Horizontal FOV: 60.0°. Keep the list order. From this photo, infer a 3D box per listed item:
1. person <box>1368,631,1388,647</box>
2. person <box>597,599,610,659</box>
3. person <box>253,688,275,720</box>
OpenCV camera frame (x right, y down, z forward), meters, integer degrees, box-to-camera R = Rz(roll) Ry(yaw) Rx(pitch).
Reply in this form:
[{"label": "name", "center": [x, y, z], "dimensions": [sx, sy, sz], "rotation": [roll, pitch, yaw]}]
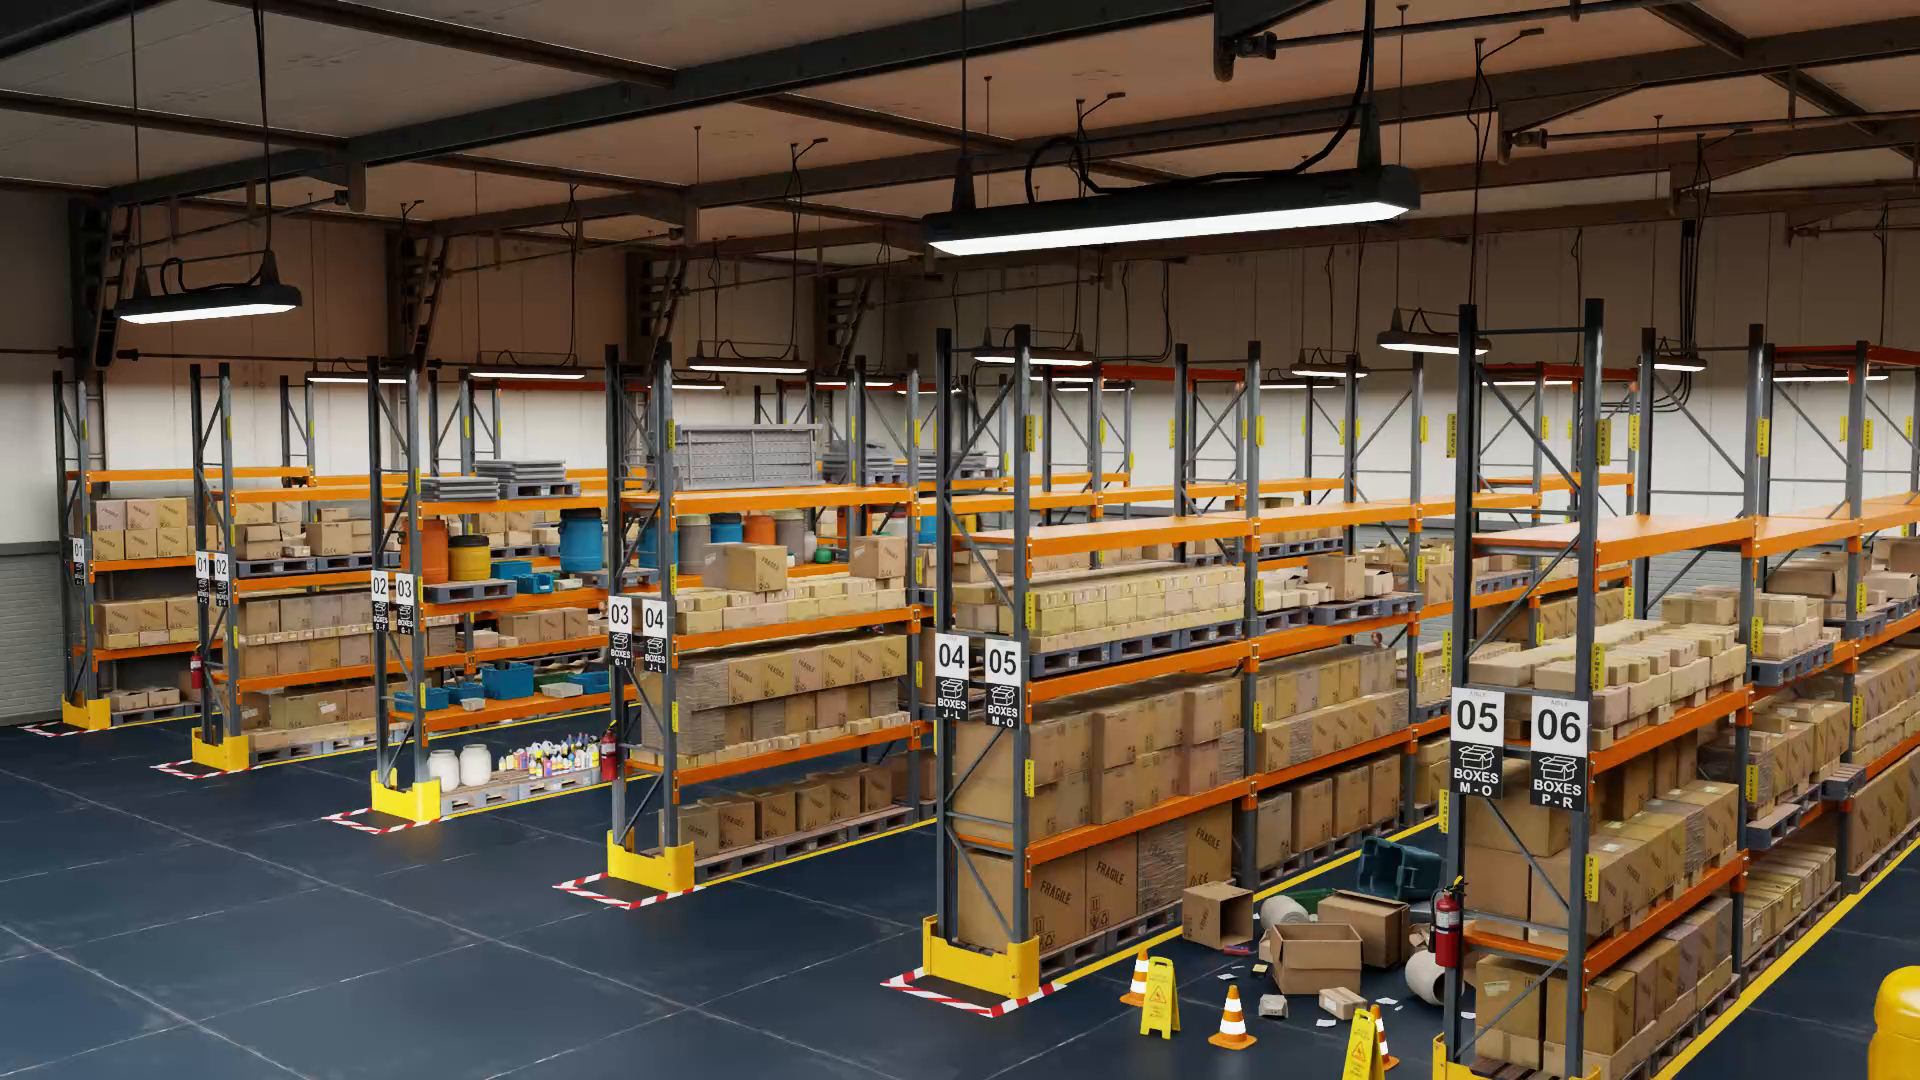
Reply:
[{"label": "person", "center": [7.092, 2.328, 28.289], "dimensions": [0.510, 1.573, 0.631], "rotation": [3, 5, 32]}, {"label": "person", "center": [-6.850, 1.991, 32.398], "dimensions": [0.575, 1.693, 0.949], "rotation": [3, 5, 34]}, {"label": "person", "center": [-11.700, 2.380, 27.670], "dimensions": [0.693, 1.590, 0.828], "rotation": [0, 4, 3]}]
